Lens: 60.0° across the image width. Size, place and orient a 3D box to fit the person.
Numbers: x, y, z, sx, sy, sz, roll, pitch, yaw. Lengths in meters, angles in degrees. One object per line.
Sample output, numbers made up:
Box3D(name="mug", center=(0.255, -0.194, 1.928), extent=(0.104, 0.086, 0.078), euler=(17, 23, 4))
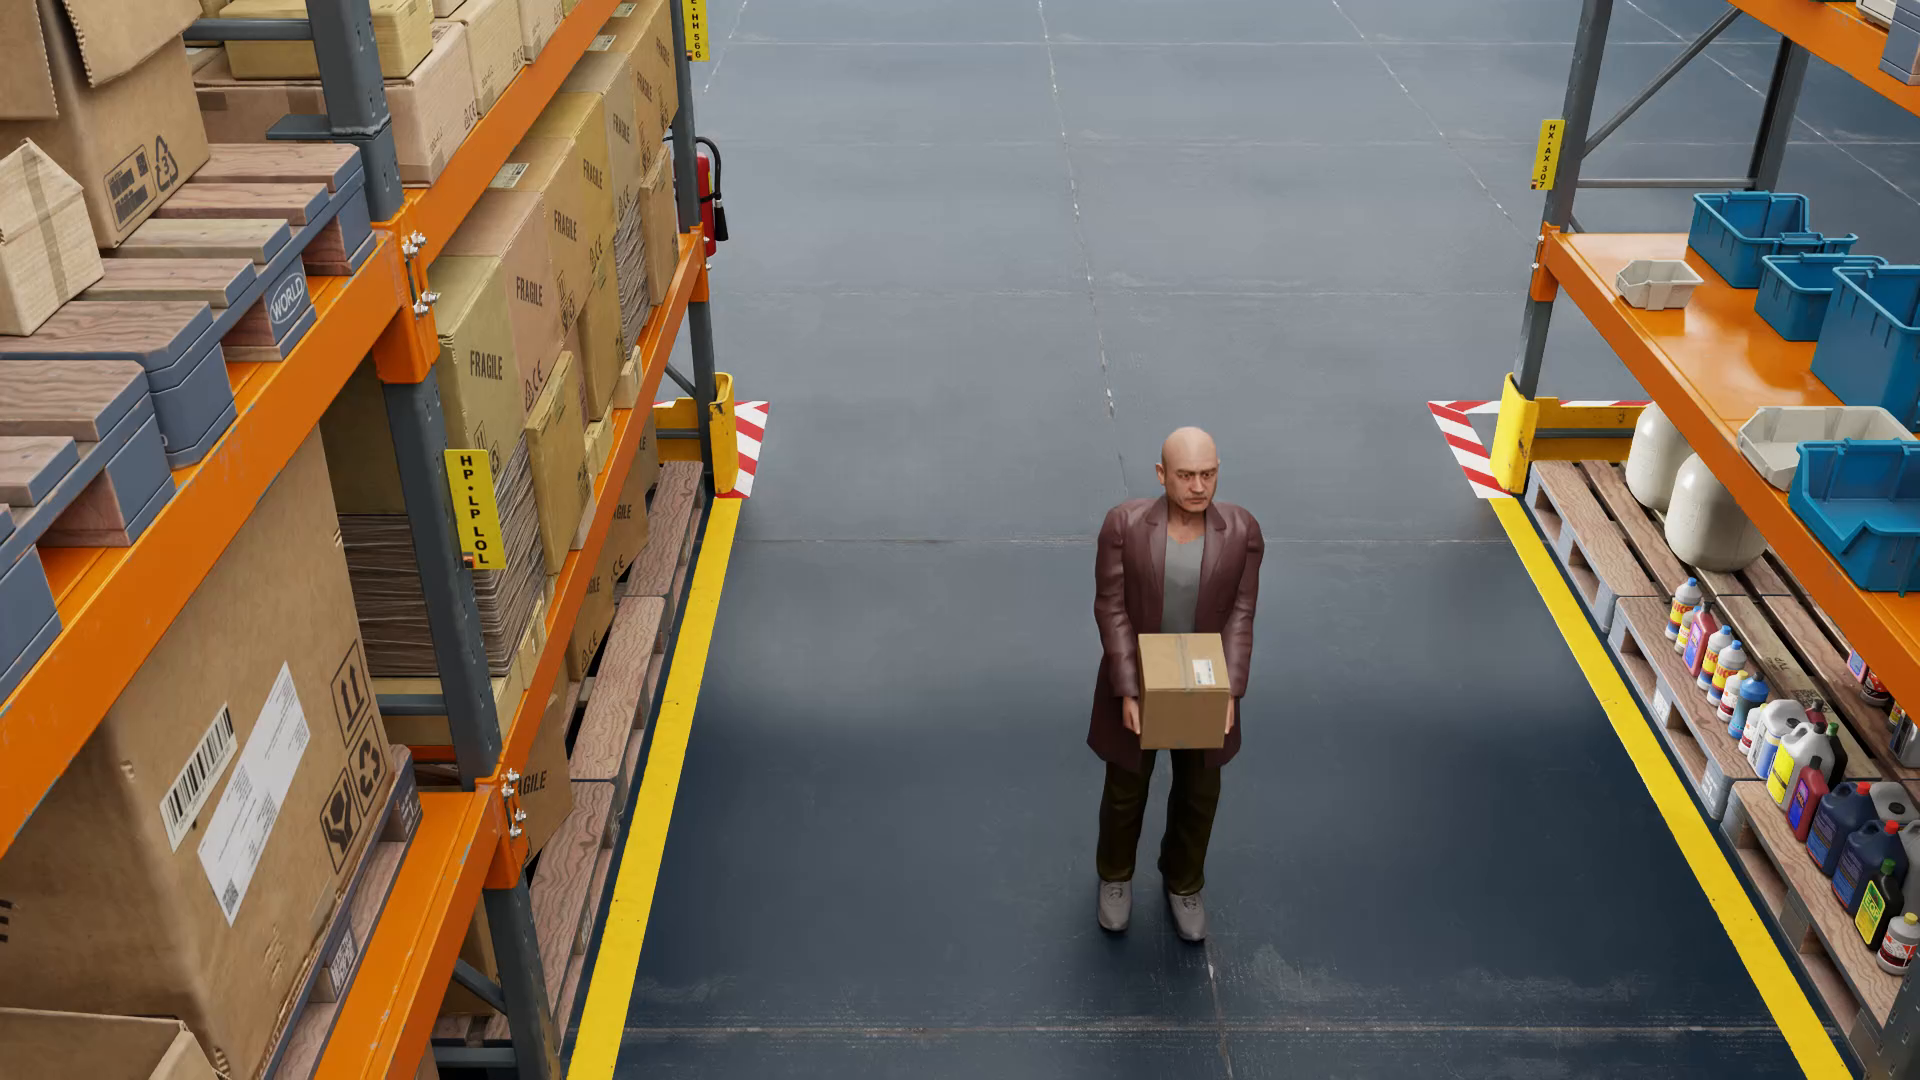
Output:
Box3D(name="person", center=(0.678, 0.522, 5.288), extent=(0.530, 1.769, 0.563), euler=(0, 31, 0))
